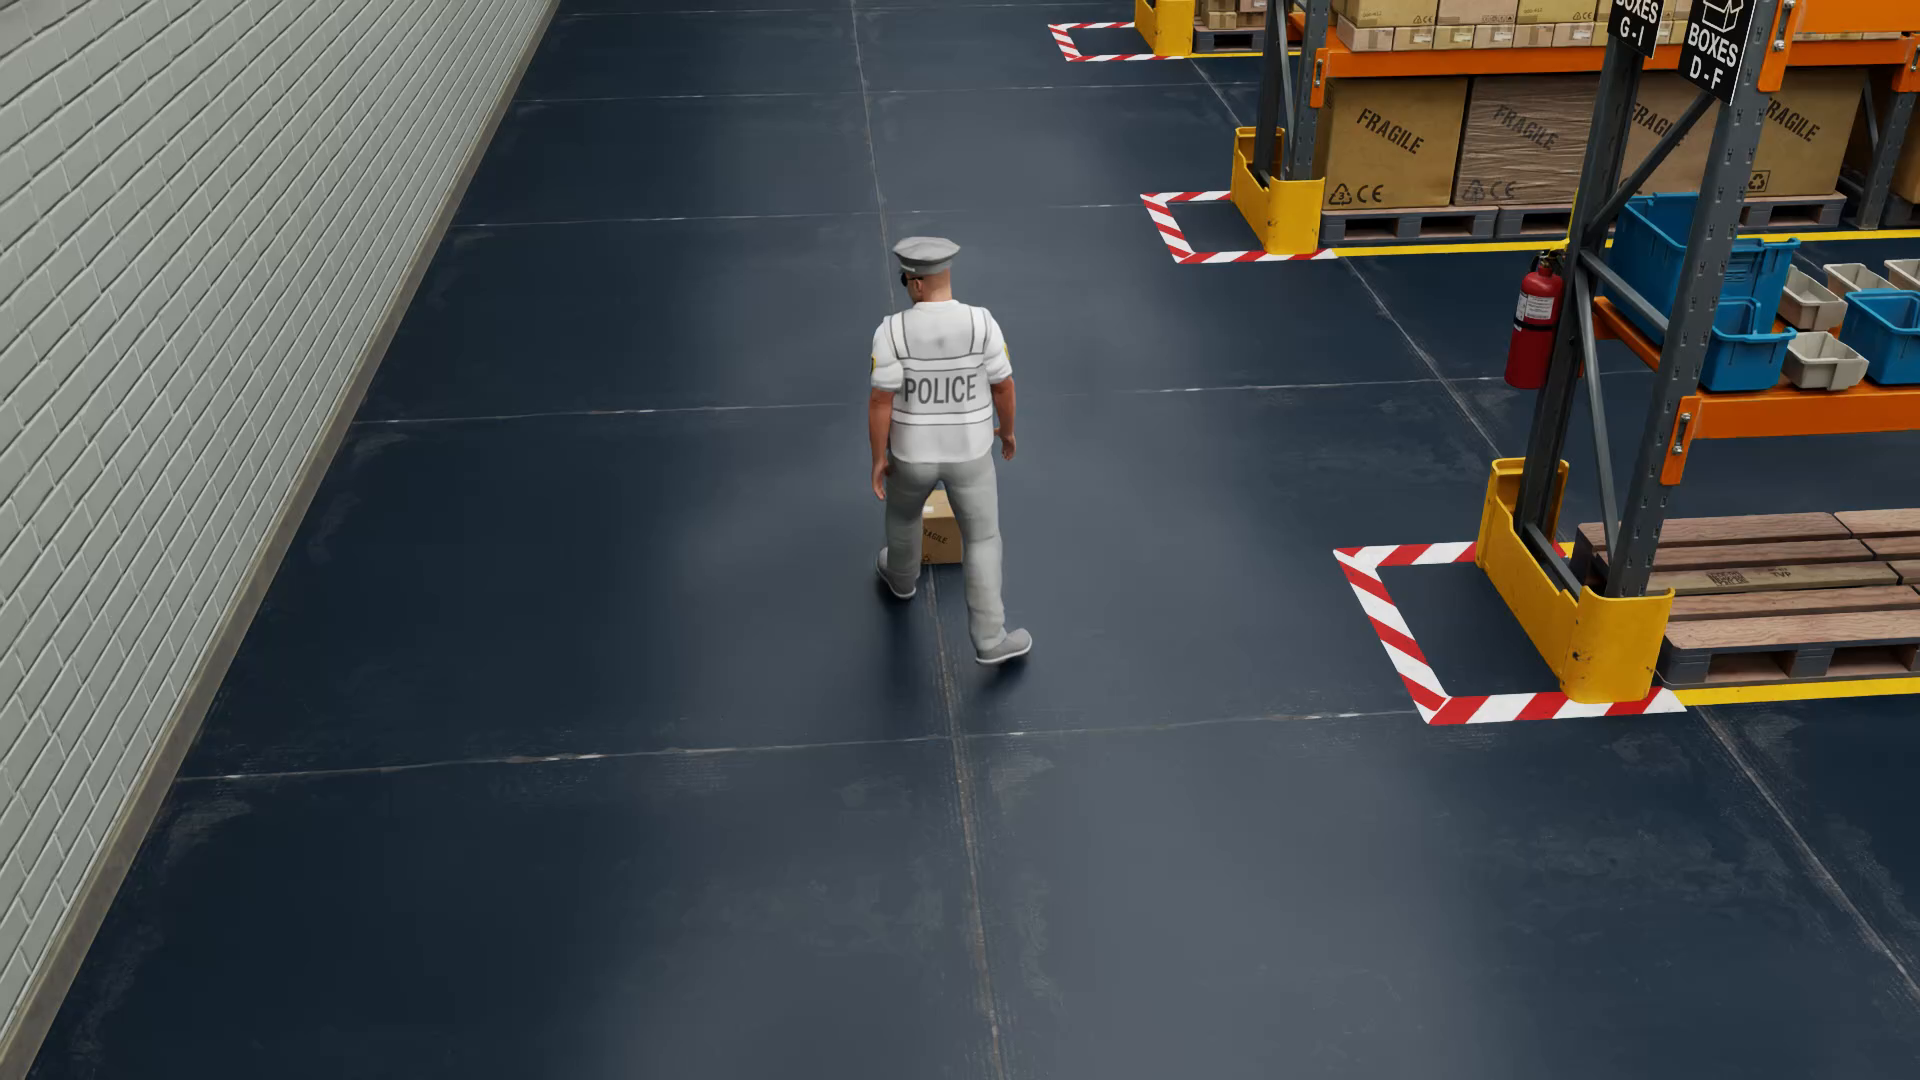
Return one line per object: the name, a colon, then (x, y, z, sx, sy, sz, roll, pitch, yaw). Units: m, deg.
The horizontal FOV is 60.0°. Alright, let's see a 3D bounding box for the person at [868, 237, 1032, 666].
person: (-0.040, -0.385, 6.782, 0.683, 1.708, 0.942, 0, 31, 0)
